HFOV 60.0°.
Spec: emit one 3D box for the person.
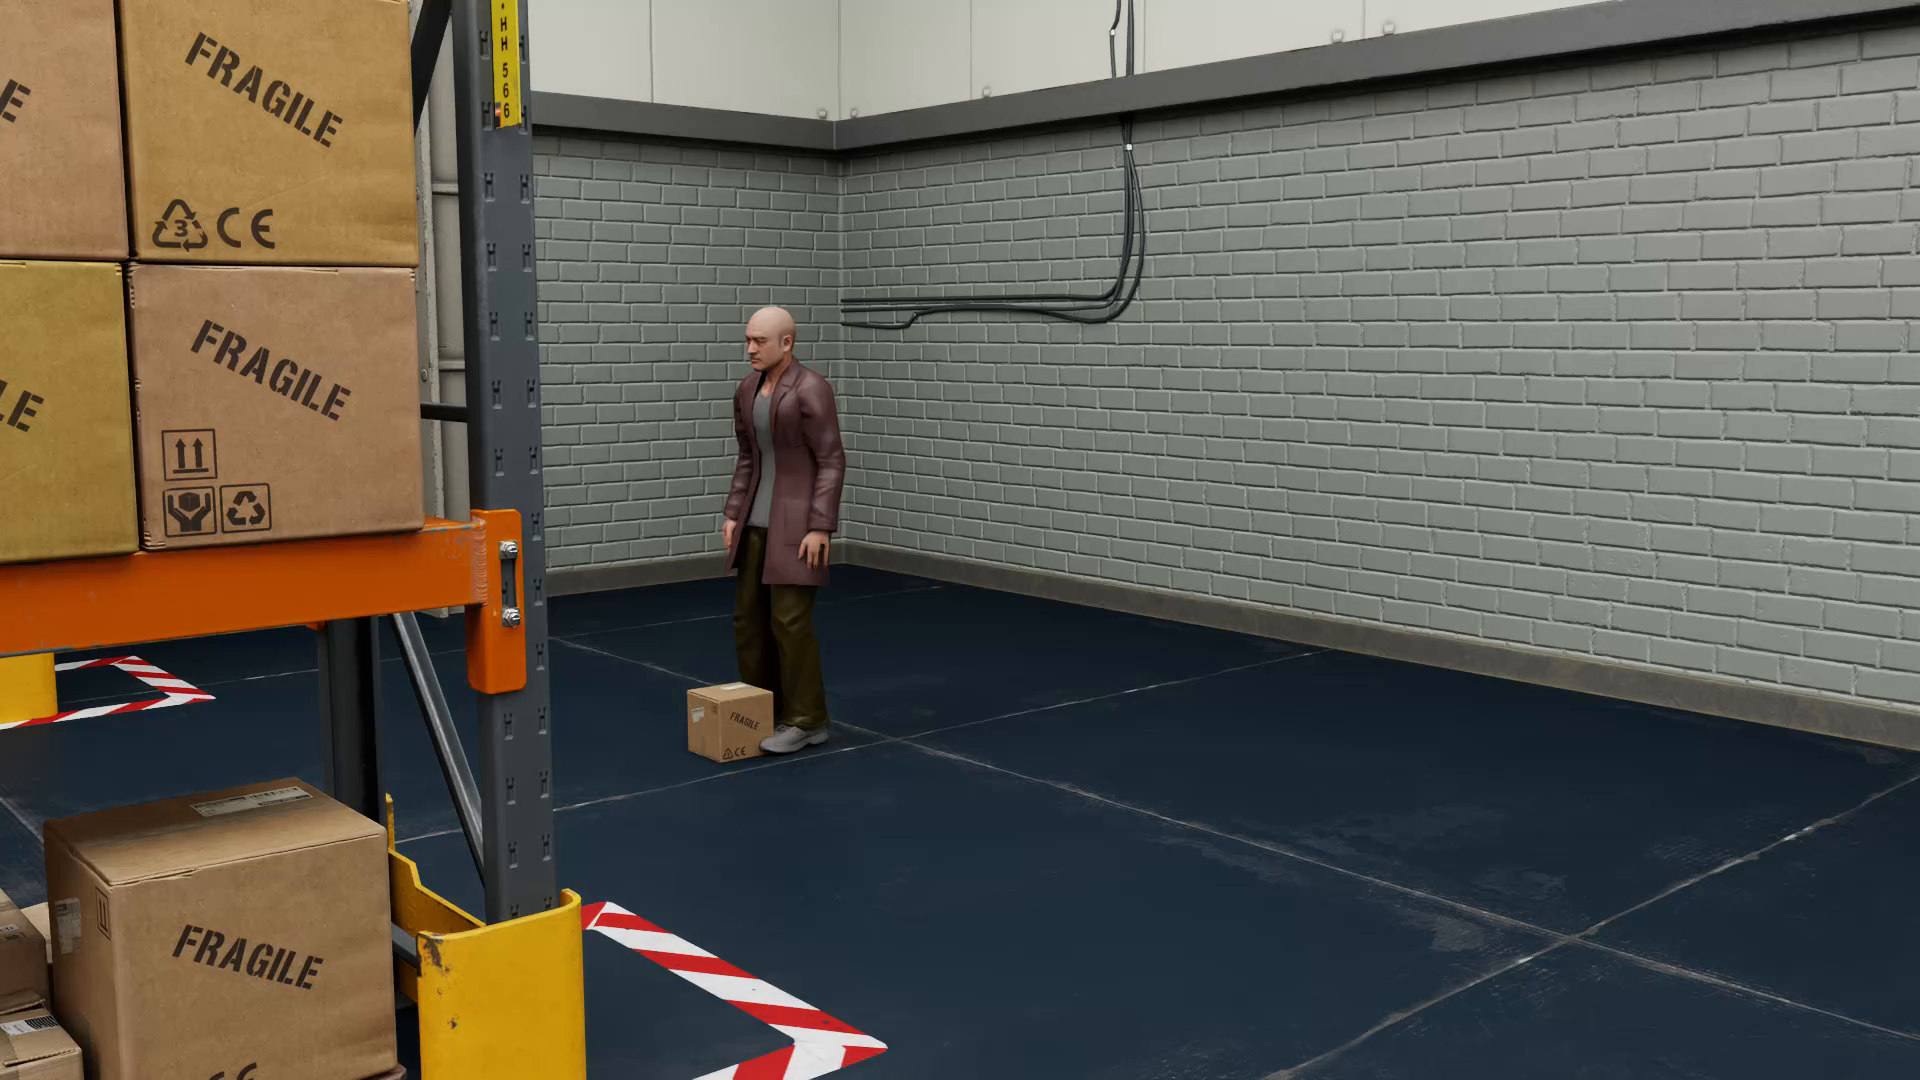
[{"bbox_3d":[-0.729,-0.049,6.722,0.429,1.772,0.648,-7,10,-44],"label":"person"}]
